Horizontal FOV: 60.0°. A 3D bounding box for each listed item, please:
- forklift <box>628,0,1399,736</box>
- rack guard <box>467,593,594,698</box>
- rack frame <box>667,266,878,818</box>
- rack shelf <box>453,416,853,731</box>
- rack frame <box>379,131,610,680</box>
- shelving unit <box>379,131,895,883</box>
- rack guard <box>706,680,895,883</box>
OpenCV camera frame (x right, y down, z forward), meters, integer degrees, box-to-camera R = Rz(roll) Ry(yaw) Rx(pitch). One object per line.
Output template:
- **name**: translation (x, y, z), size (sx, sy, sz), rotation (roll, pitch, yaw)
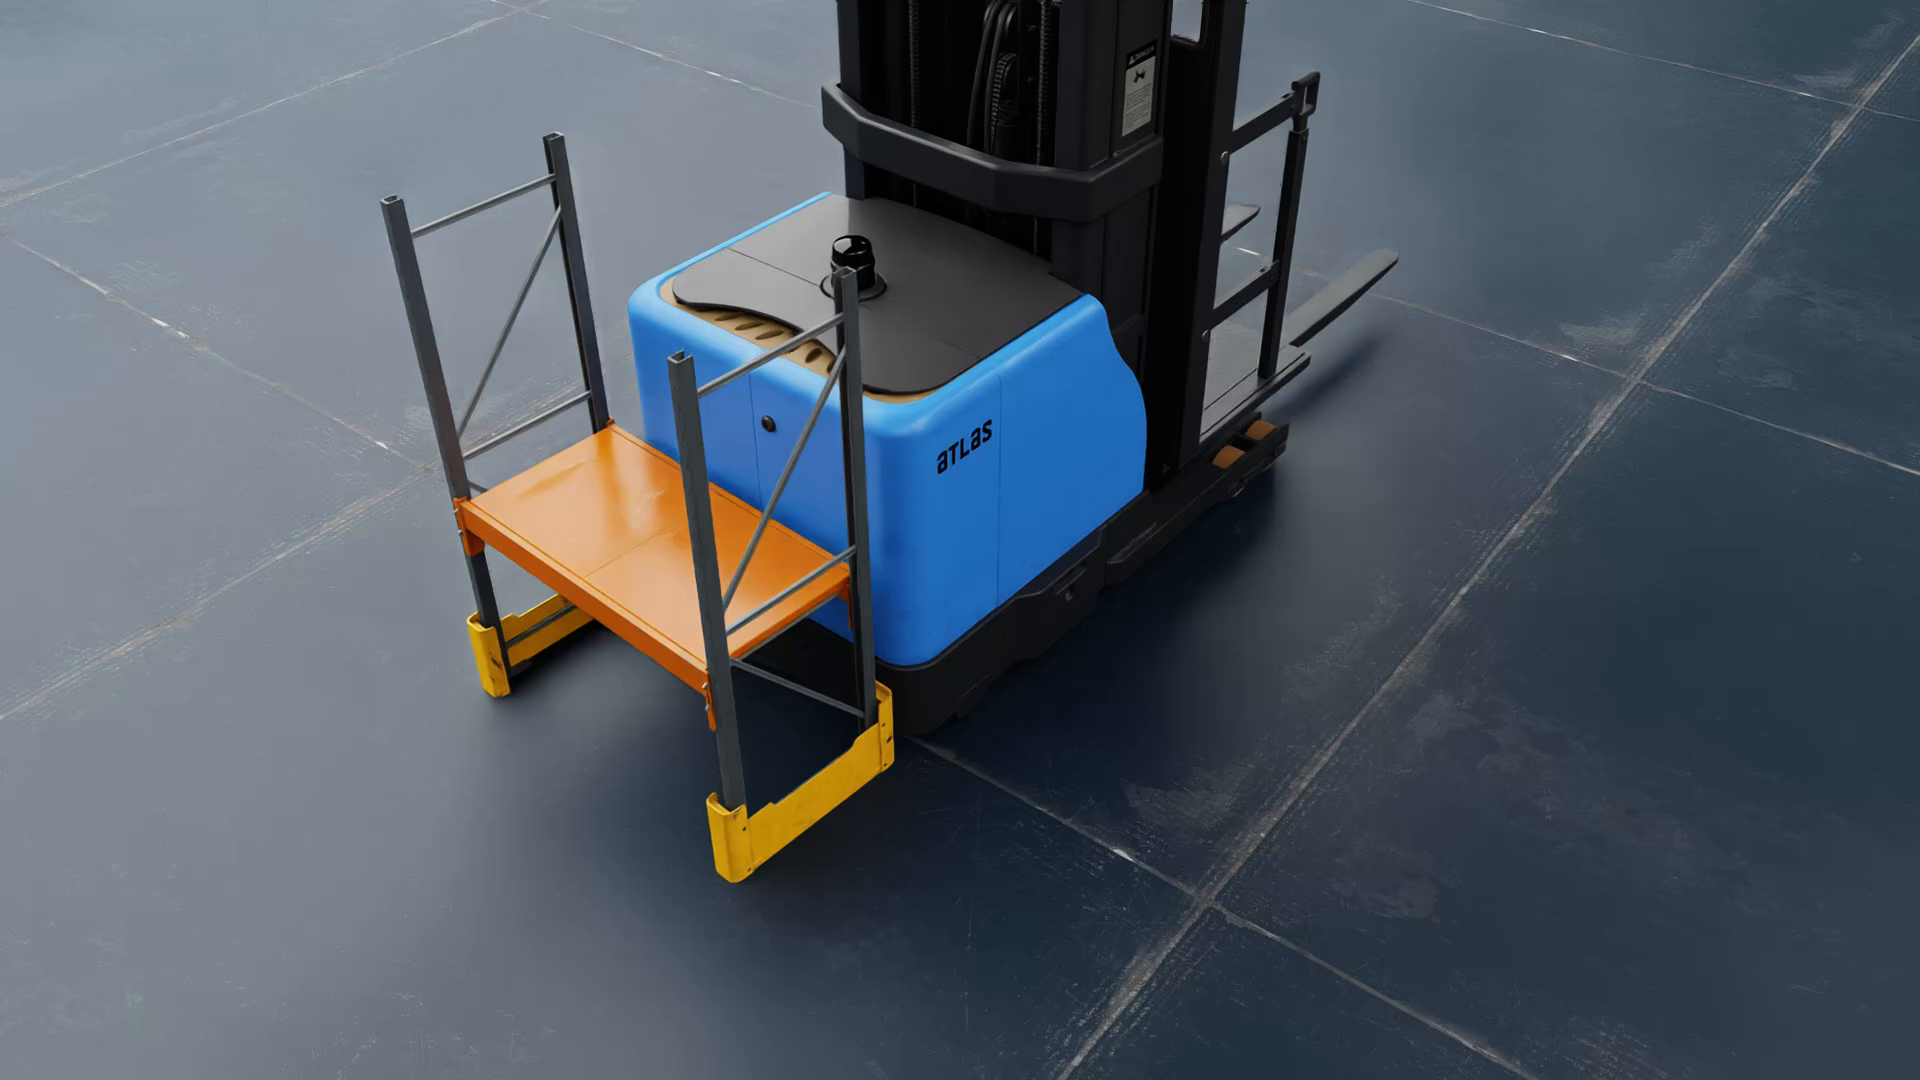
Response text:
- **forklift**: translation (0.437, -1.470, 4.750), size (1.130, 2.935, 3.031), rotation (27, 45, 30)
- **rack guard**: translation (-1.134, 0.200, 4.789), size (0.087, 0.250, 0.587), rotation (29, 47, 32)
- **rack frame**: translation (-0.397, 0.122, 3.875), size (0.032, 1.500, 0.500), rotation (29, 47, 32)
- **rack shelf**: translation (-0.773, 0.053, 4.255), size (1.000, 0.185, 0.538), rotation (29, 47, 32)
- **rack frame**: translation (-1.150, -0.299, 4.413), size (0.032, 1.500, 0.500), rotation (29, 47, 32)
- **shelving unit**: translation (-0.767, -0.084, 4.139), size (1.083, 1.500, 0.587), rotation (29, 47, 32)
- **rack guard**: translation (-0.396, 0.613, 4.262), size (0.087, 0.250, 0.587), rotation (29, 47, 32)
